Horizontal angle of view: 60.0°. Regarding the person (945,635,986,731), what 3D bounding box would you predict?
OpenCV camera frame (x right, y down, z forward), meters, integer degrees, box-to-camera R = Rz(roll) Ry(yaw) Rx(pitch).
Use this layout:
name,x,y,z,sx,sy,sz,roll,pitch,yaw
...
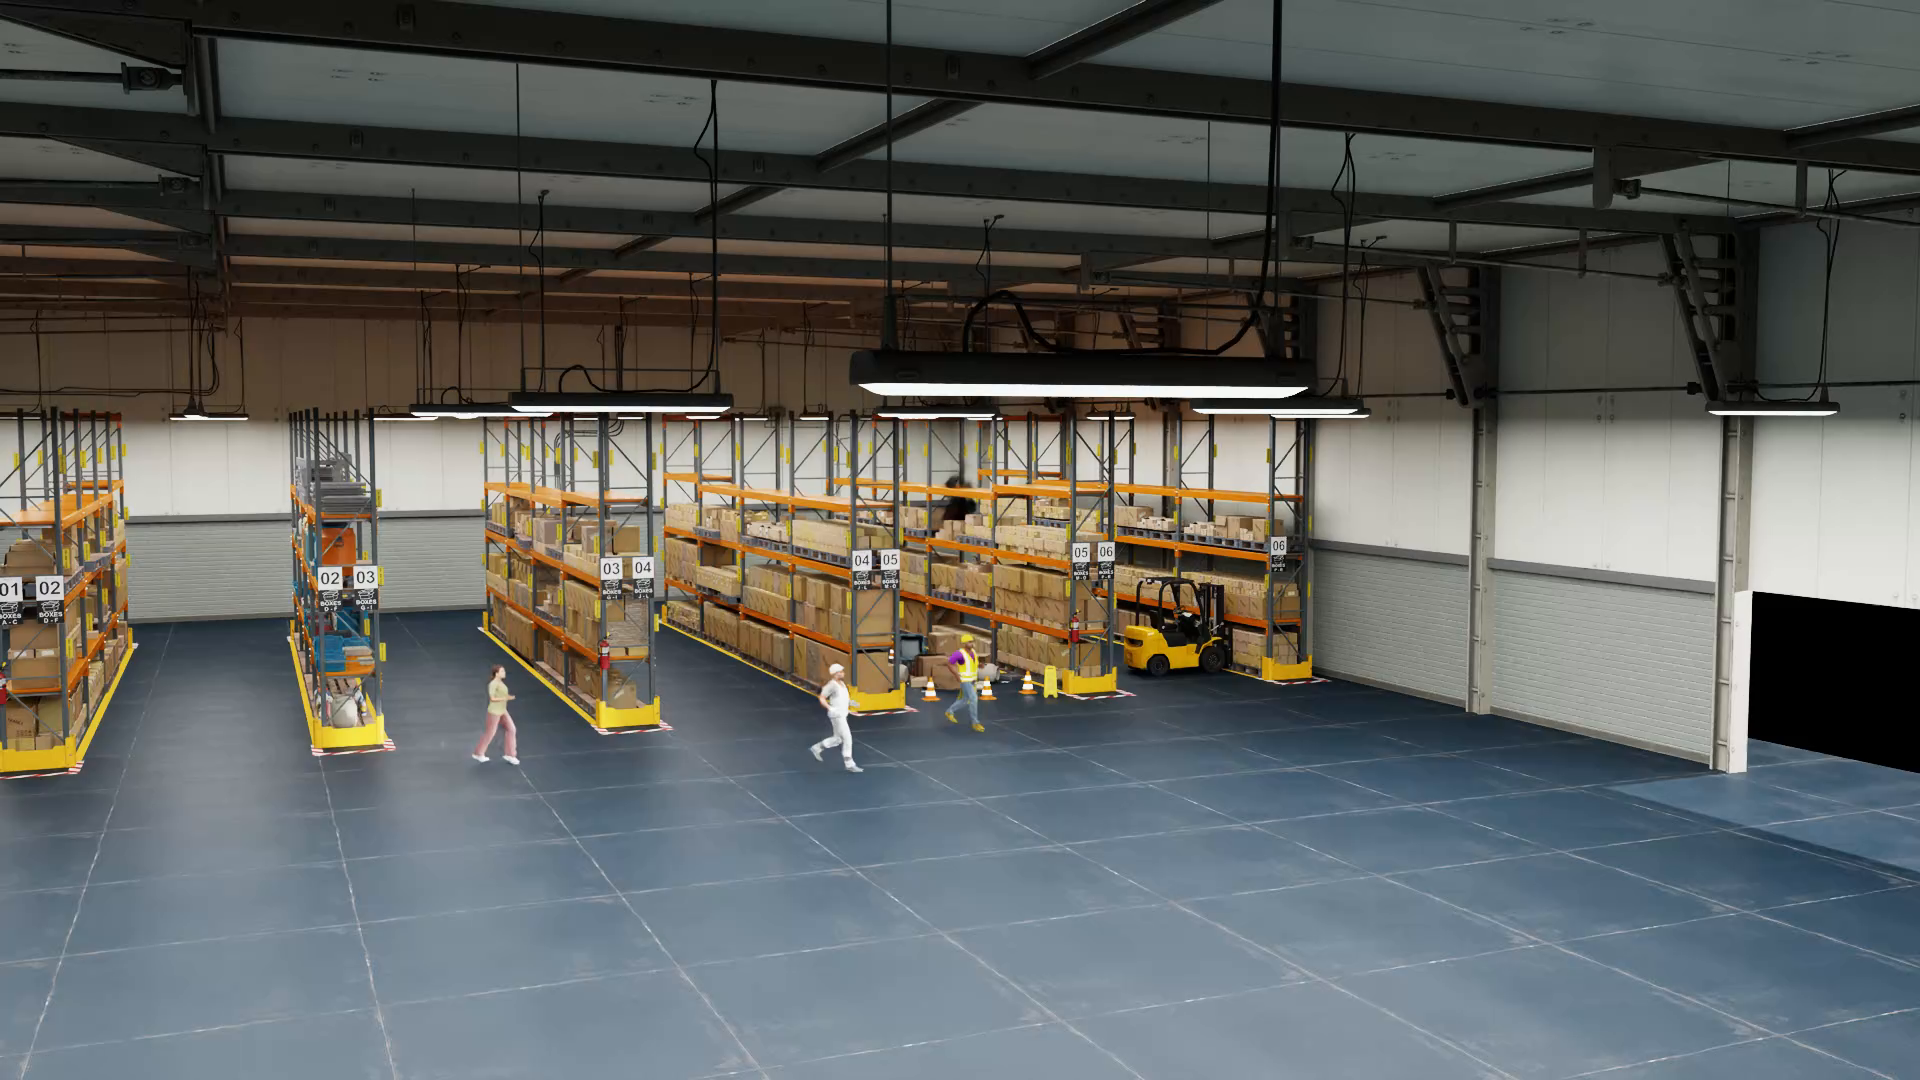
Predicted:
name,x,y,z,sx,sy,sz,roll,pitch,yaw
person,0.123,2.652,31.184,0.916,1.782,0.681,2,5,30

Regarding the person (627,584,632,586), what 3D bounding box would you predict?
name,x,y,z,sx,sy,sz,roll,pitch,yaw
person,-9.791,1.575,47.464,0.766,1.646,0.547,2,4,23

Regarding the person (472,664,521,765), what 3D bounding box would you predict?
name,x,y,z,sx,sy,sz,roll,pitch,yaw
person,-7.789,2.936,27.866,0.804,1.708,0.524,1,4,9

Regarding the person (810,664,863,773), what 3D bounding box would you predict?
name,x,y,z,sx,sy,sz,roll,pitch,yaw
person,-2.045,2.923,27.364,0.932,1.787,0.656,1,4,11
